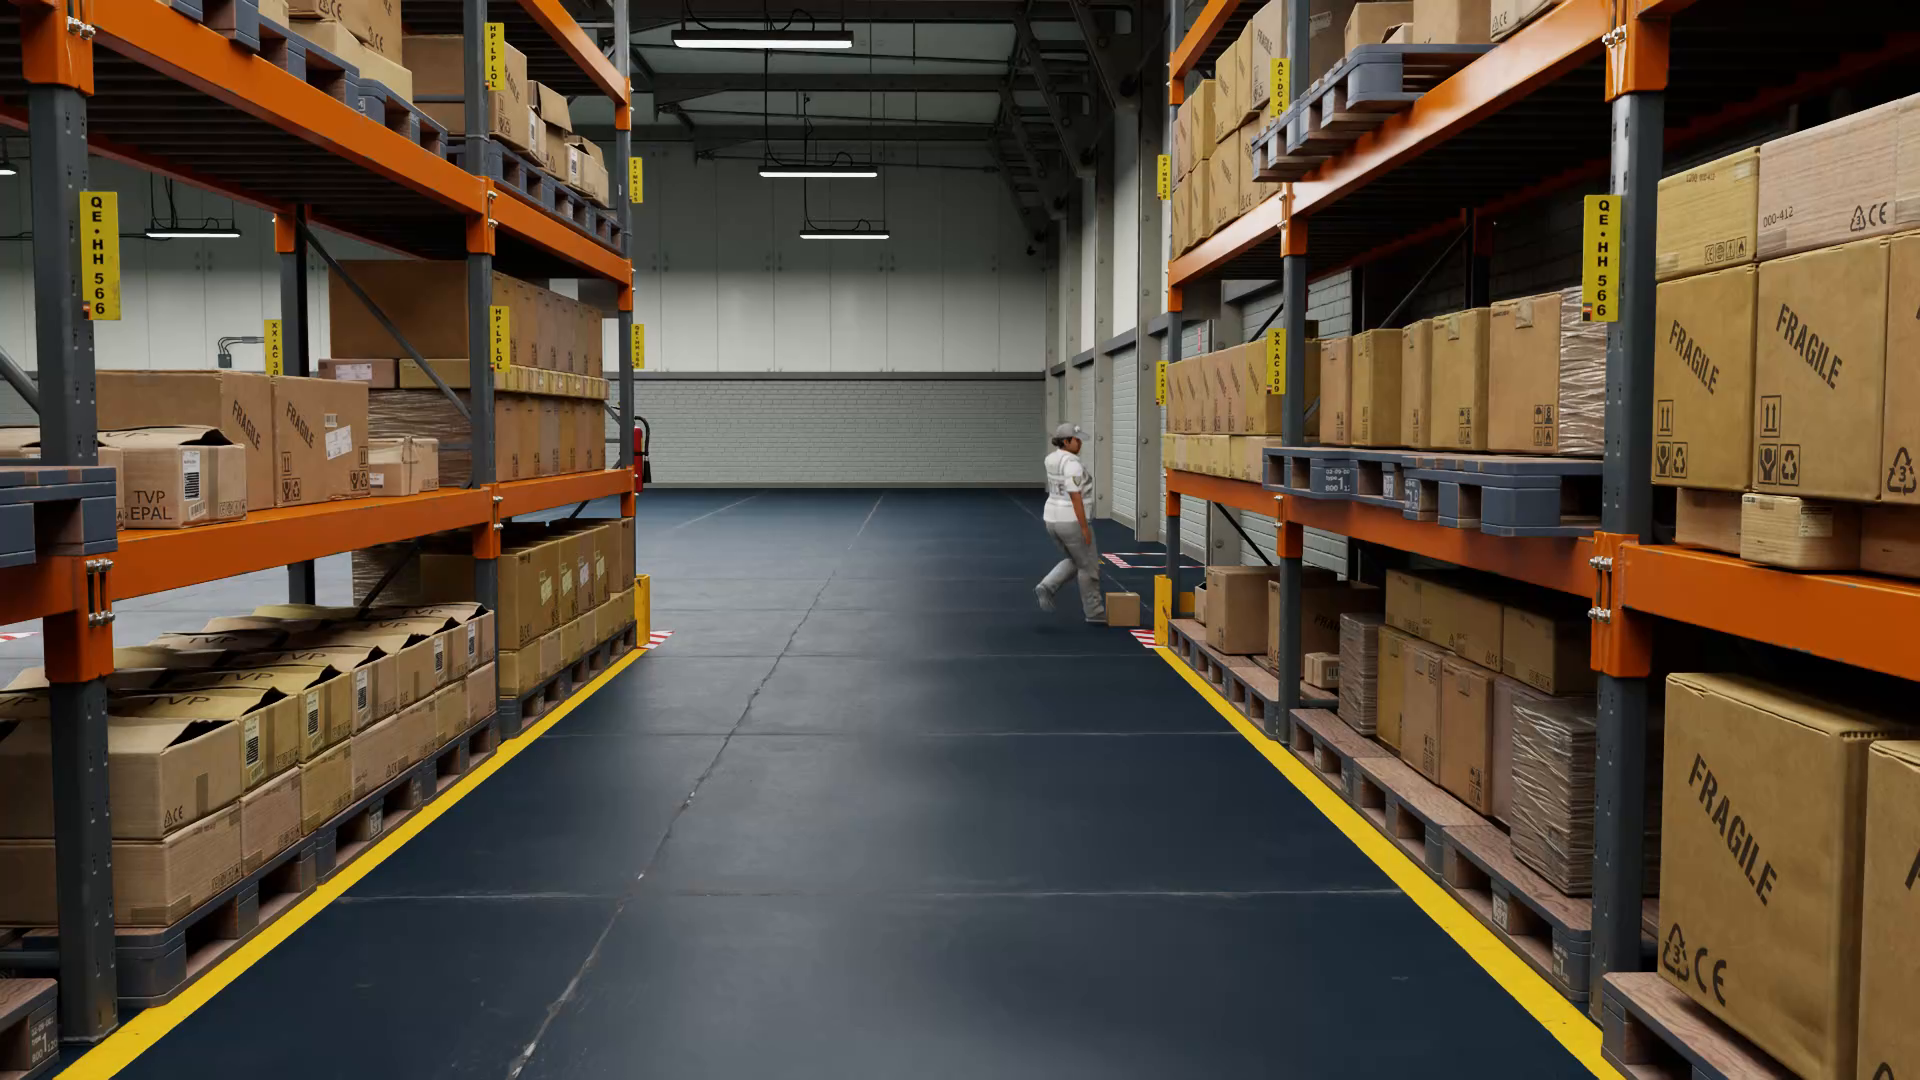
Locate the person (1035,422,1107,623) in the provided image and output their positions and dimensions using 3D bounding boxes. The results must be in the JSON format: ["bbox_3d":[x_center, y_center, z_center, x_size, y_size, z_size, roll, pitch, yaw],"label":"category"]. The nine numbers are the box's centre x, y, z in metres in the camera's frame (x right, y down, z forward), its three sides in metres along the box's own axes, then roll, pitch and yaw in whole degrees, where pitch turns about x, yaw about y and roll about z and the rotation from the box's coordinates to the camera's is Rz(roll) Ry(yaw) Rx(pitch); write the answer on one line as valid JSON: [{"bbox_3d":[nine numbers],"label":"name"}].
[{"bbox_3d":[0.972,-0.136,13.512,0.720,1.638,0.551,-2,4,-22],"label":"person"}]
